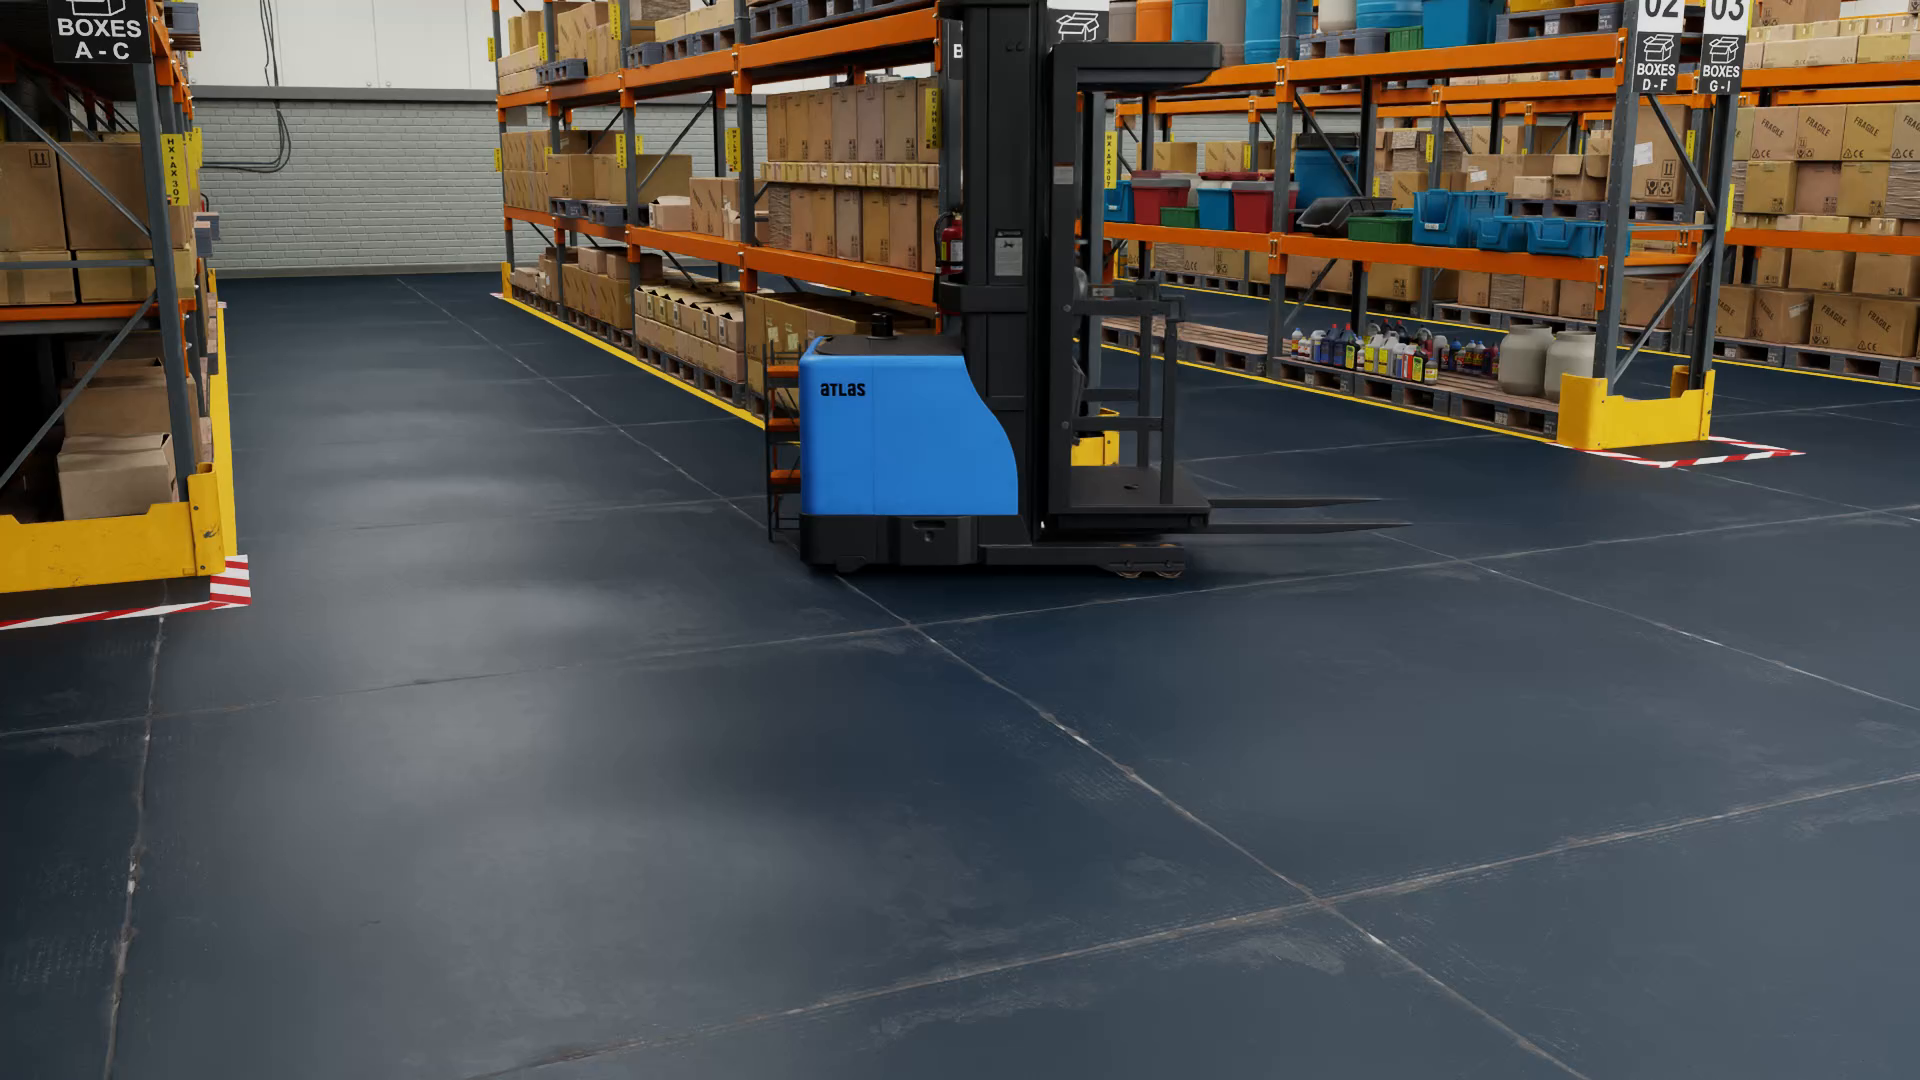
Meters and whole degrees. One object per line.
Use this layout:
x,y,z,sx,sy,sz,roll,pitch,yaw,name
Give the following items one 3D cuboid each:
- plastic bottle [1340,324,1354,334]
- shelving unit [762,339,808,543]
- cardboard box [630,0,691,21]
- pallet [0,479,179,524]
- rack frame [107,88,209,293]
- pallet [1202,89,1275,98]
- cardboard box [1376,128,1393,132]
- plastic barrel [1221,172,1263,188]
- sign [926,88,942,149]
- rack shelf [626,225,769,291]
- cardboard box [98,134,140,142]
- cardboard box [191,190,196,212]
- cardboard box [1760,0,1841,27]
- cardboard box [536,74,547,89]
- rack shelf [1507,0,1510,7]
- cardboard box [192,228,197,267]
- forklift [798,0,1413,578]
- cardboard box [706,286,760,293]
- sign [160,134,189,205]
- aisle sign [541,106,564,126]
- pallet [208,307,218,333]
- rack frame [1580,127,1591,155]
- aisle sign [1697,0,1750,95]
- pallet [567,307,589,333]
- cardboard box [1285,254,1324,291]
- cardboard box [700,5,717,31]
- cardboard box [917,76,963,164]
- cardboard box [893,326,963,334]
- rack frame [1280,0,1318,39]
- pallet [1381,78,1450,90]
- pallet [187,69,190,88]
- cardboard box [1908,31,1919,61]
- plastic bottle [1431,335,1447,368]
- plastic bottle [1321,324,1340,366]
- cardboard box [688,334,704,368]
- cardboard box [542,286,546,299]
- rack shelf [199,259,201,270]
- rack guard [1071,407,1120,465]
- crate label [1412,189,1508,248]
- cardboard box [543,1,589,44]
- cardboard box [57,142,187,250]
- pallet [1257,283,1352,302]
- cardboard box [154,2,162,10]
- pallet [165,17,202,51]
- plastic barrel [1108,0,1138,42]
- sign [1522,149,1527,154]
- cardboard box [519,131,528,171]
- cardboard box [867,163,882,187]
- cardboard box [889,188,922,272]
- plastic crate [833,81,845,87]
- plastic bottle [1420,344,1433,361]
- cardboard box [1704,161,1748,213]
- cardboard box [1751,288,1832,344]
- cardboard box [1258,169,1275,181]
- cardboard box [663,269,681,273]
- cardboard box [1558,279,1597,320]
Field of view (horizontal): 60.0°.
3.372,-1.717,14.534,0.144,0.351,0.185,-6,14,-23,plastic bottle
-0.910,-0.526,8.813,0.215,1.050,0.252,0,13,3,shelving unit
-3.014,-5.452,16.682,0.500,0.500,0.500,-6,14,-23,cardboard box
-4.502,-0.091,8.796,1.003,0.211,1.213,-6,14,-23,pallet
-10.587,-4.569,21.957,1.000,3.000,0.127,-6,14,-23,rack frame
4.313,-6.672,24.592,1.003,0.211,1.213,-6,14,-23,pallet
7.550,-6.902,28.940,0.500,0.500,0.500,-6,14,-23,cardboard box
2.821,-3.419,16.690,0.433,0.535,0.433,0,13,0,plastic barrel
-0.143,-2.344,9.254,0.100,0.325,0.005,-6,14,-23,sign
-2.044,-2.600,15.048,1.077,0.370,4.000,-6,14,-23,rack shelf
-7.075,-3.361,14.104,0.380,0.149,0.250,-8,15,-32,cardboard box
-7.343,-3.243,15.302,0.500,0.500,0.500,-5,14,-21,cardboard box
8.249,-5.260,16.303,0.500,0.500,0.500,-6,14,-25,cardboard box
-4.886,-5.655,20.332,0.500,0.250,0.500,-6,14,-23,cardboard box
7.034,-6.222,18.279,1.077,0.370,4.000,-6,14,-23,rack shelf
-4.905,-1.749,10.064,0.500,0.250,0.500,-6,14,-23,cardboard box
0.727,-1.362,8.255,3.031,2.935,1.130,0,13,-1,forklift
-2.196,-2.309,16.119,0.500,0.311,0.500,-6,14,-24,cardboard box
-3.681,-1.734,7.789,0.100,0.325,0.005,-6,14,-23,sign
-5.797,-6.325,23.781,0.394,0.787,0.004,-6,14,-23,aisle sign
-9.218,-2.548,19.410,1.003,0.211,1.213,-6,14,-23,pallet
12.109,-6.806,31.624,1.000,3.000,0.127,-6,14,-23,rack frame
5.197,-3.436,11.298,0.394,0.787,0.004,-6,14,-23,aisle sign
-4.087,-2.667,19.926,1.003,0.211,1.213,-6,14,-23,pallet
5.264,-3.939,23.017,1.225,0.875,0.875,-6,14,-25,cardboard box
-1.953,-4.531,14.543,0.500,0.250,0.500,-7,15,-28,cardboard box
0.163,-2.500,9.922,0.700,0.500,0.500,-6,14,-23,cardboard box
-0.128,-1.025,10.152,0.500,0.500,0.500,-6,14,-23,cardboard box
3.297,-5.907,14.435,1.000,3.000,0.127,-6,14,-23,rack frame
5.926,-5.756,20.852,1.213,0.211,1.003,-5,14,-20,pallet
-10.281,-5.834,20.971,1.003,0.211,1.213,-6,14,-23,pallet
8.612,-4.280,14.389,0.500,0.250,0.500,-5,14,-22,cardboard box
4.087,-1.624,14.300,0.152,0.276,0.135,-5,14,-22,plastic bottle
3.240,-1.704,14.478,0.144,0.351,0.185,-5,14,-21,plastic bottle
-2.081,-1.672,14.610,0.500,0.250,0.500,-5,14,-22,cardboard box
-5.141,-3.180,21.304,0.380,0.149,0.250,-6,14,-23,cardboard box
-8.184,-2.978,16.682,1.077,0.370,4.000,-6,14,-23,rack shelf
0.369,-0.488,9.871,1.175,0.500,0.348,-6,14,-23,rack guard
3.914,-2.531,13.074,0.502,0.435,0.616,-6,14,-23,crate label
-4.677,-6.285,20.280,0.700,0.500,0.500,-6,14,-23,cardboard box
-4.094,-1.691,8.148,0.500,0.500,0.500,-6,14,-23,cardboard box
5.009,-3.573,23.841,1.003,0.211,1.213,-6,14,-23,pallet
-4.711,-3.204,9.144,0.500,0.500,0.500,-5,14,-19,cardboard box
-6.348,-3.810,12.445,1.213,0.211,1.003,-6,14,-23,pallet
1.825,-5.327,17.469,0.600,0.901,0.600,0,13,0,plastic barrel
8.722,-5.883,25.715,0.100,0.325,0.005,-6,14,-23,sign
-5.497,-5.121,21.905,0.500,0.500,0.500,-6,14,-23,cardboard box
-0.381,-2.351,10.714,0.380,0.149,0.250,-5,14,-21,cardboard box
-0.031,-1.966,10.488,0.700,0.500,0.500,-5,14,-22,cardboard box
-1.611,-6.756,25.047,0.497,0.269,0.590,-6,14,-23,plastic crate
3.784,-1.453,13.543,0.061,0.283,0.133,-6,14,-23,plastic bottle
7.959,-3.527,16.574,0.875,0.500,0.500,-6,14,-23,cardboard box
8.195,-2.214,16.398,0.500,0.500,0.500,-1,13,-5,cardboard box
4.586,-5.015,23.666,0.500,0.500,0.500,-6,14,-23,cardboard box
-3.391,-2.799,18.881,0.500,0.500,0.500,-6,14,-25,cardboard box
7.211,-2.773,18.765,0.700,0.500,0.500,-7,15,-28,cardboard box
